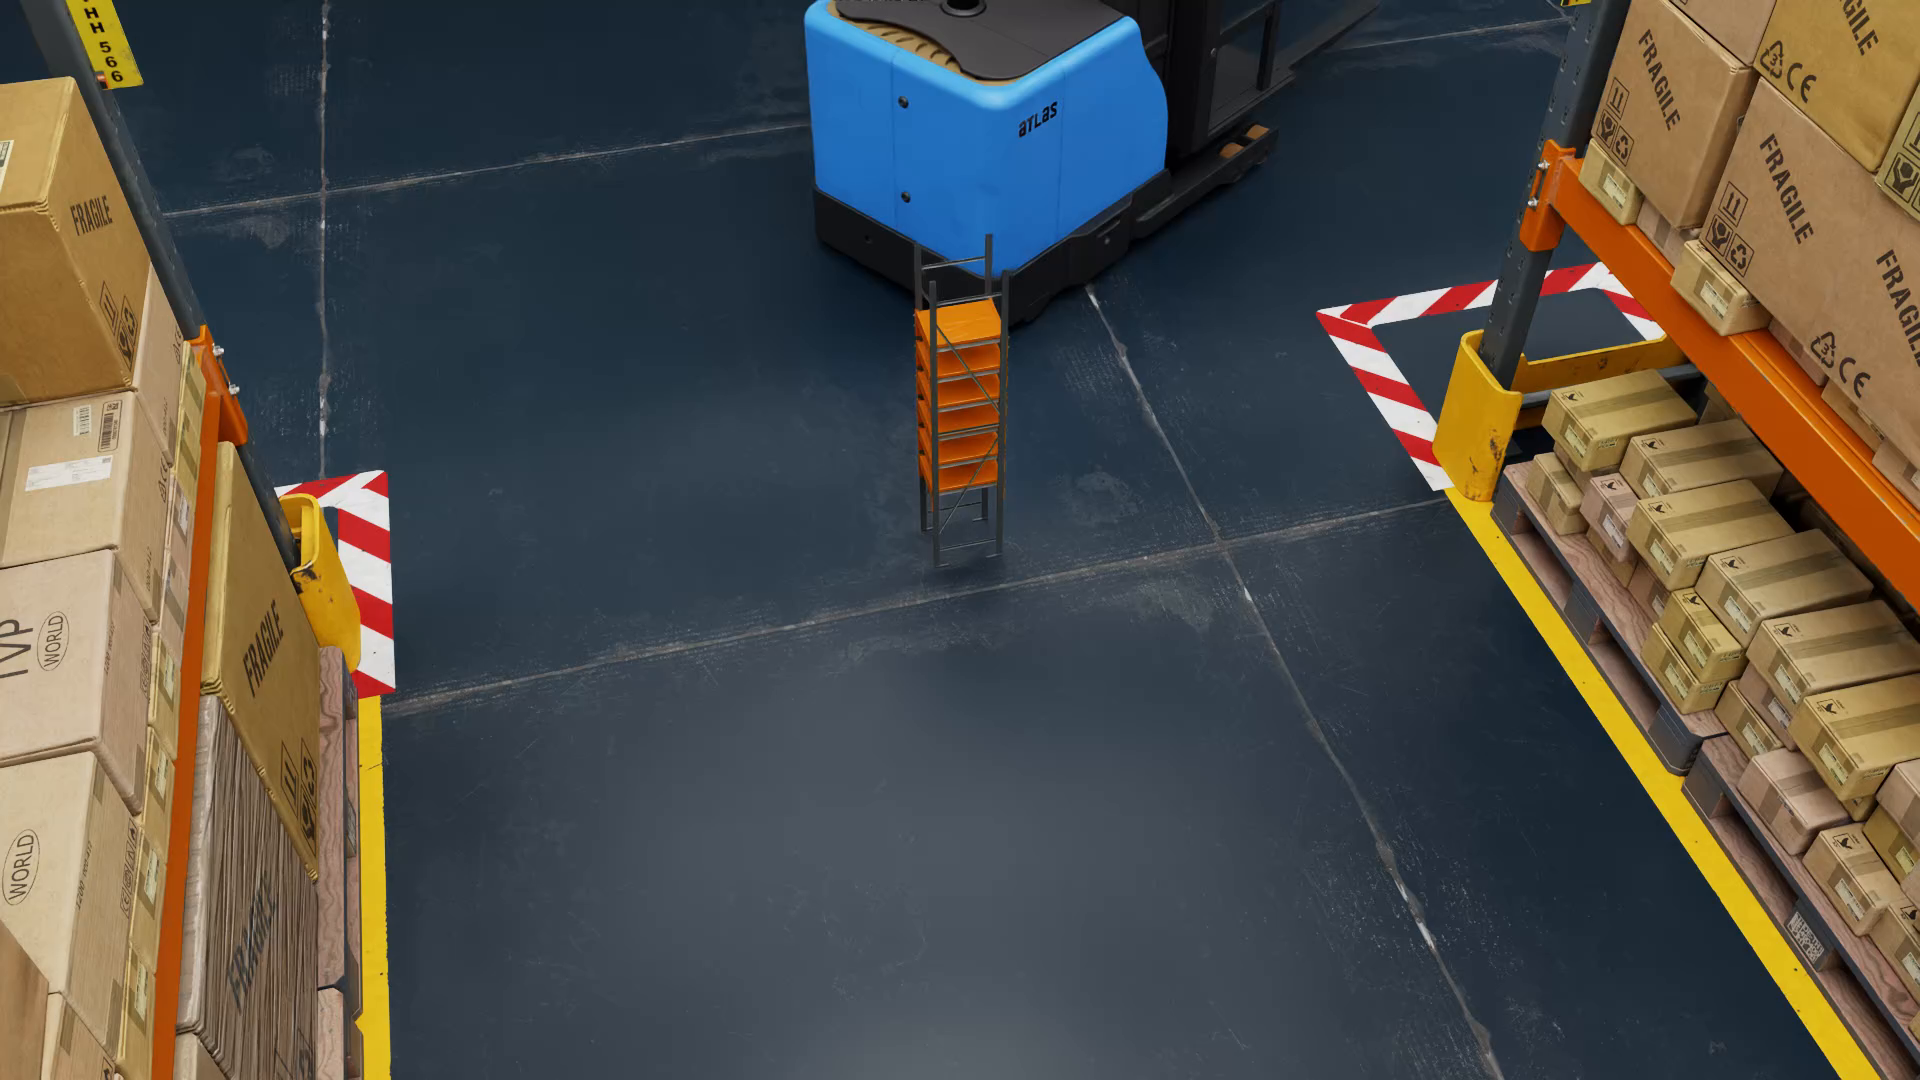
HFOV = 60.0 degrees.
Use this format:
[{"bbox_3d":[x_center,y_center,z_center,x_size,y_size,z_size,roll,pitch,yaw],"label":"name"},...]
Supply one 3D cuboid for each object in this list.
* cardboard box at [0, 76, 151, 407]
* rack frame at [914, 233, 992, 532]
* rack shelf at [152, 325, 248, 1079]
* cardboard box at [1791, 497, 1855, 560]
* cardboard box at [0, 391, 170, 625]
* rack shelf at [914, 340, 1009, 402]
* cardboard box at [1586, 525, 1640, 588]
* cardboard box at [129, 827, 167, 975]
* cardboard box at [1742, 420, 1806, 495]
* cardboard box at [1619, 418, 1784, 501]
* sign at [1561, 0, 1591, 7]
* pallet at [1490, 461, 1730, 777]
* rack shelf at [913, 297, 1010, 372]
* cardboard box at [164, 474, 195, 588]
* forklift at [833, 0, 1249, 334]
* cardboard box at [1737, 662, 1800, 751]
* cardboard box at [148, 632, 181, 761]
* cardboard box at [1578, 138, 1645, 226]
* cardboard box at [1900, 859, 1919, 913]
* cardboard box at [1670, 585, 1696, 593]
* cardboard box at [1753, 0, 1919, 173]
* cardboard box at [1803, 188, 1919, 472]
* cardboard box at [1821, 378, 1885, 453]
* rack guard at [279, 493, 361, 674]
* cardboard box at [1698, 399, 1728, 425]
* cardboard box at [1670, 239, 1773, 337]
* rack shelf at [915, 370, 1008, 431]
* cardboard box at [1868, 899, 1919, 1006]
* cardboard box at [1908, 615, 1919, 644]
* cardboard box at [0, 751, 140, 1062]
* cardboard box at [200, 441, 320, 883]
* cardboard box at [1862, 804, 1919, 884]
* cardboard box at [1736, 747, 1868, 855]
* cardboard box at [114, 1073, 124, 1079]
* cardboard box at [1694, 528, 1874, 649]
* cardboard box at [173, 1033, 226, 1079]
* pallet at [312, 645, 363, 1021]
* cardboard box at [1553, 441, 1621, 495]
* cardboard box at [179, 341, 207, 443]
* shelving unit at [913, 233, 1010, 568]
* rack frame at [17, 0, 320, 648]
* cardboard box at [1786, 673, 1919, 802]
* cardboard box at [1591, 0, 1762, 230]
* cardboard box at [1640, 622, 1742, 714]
[{"bbox_3d":[-2.144,-0.640,3.648,0.500,0.500,0.500,-10,46,-10],"label":"cardboard box"},{"bbox_3d":[-0.020,-0.473,5.374,0.240,1.200,0.006,-11,47,-10],"label":"rack frame"},{"bbox_3d":[-2.011,1.019,3.155,1.077,0.370,4.000,-11,47,-10],"label":"rack shelf"},{"bbox_3d":[2.843,-0.034,5.176,0.380,0.149,0.250,-12,47,-12],"label":"cardboard box"},{"bbox_3d":[-2.013,-0.029,3.575,0.500,0.250,0.500,-11,47,-11],"label":"cardboard box"},{"bbox_3d":[0.004,-0.547,5.172,0.258,0.103,0.180,-11,47,-10],"label":"rack shelf"},{"bbox_3d":[2.268,-0.014,5.366,0.380,0.149,0.250,-11,47,-10],"label":"cardboard box"},{"bbox_3d":[-1.722,0.715,3.125,0.380,0.149,0.250,-10,46,-10],"label":"cardboard box"},{"bbox_3d":[2.687,-0.305,5.234,0.380,0.149,0.250,-10,46,-10],"label":"cardboard box"},{"bbox_3d":[2.290,-0.216,5.147,0.380,0.149,0.250,-10,46,-10],"label":"cardboard box"},{"bbox_3d":[1.773,-1.655,4.665,0.100,0.325,0.005,-11,47,-10],"label":"sign"},{"bbox_3d":[2.491,0.145,5.460,1.003,0.211,1.213,-11,47,-10],"label":"pallet"},{"bbox_3d":[0.004,-0.631,5.086,0.258,0.103,0.180,-11,47,-10],"label":"rack shelf"},{"bbox_3d":[-1.982,0.013,3.813,0.380,0.149,0.250,-11,47,-10],"label":"cardboard box"},{"bbox_3d":[0.602,-2.884,6.525,1.130,2.935,3.031,18,48,17],"label":"forklift"},{"bbox_3d":[2.468,0.419,4.732,0.380,0.149,0.250,-13,47,-12],"label":"cardboard box"},{"bbox_3d":[-1.851,0.365,3.468,0.380,0.149,0.250,-12,47,-11],"label":"cardboard box"},{"bbox_3d":[2.064,-1.079,4.884,0.380,0.149,0.250,-11,47,-11],"label":"cardboard box"},{"bbox_3d":[2.574,0.868,4.084,0.380,0.149,0.250,-12,47,-12],"label":"cardboard box"},{"bbox_3d":[2.347,0.057,5.088,0.380,0.149,0.250,-10,46,-10],"label":"cardboard box"},{"bbox_3d":[2.291,-1.234,3.881,0.500,0.500,0.500,-9,46,-9],"label":"cardboard box"},{"bbox_3d":[2.420,-0.524,3.885,0.500,0.500,0.500,-10,46,-10],"label":"cardboard box"},{"bbox_3d":[2.431,-0.370,4.188,0.380,0.149,0.250,-11,47,-11],"label":"cardboard box"},{"bbox_3d":[-2.529,0.245,5.160,1.175,0.500,0.348,-11,47,-10],"label":"rack guard"},{"bbox_3d":[2.709,-0.392,5.528,0.380,0.149,0.250,-12,47,-11],"label":"cardboard box"},{"bbox_3d":[2.186,-0.716,4.527,0.380,0.149,0.250,-12,47,-11],"label":"cardboard box"},{"bbox_3d":[0.004,-0.463,5.258,0.258,0.103,0.180,-11,47,-10],"label":"rack shelf"},{"bbox_3d":[2.625,1.046,4.327,0.380,0.149,0.250,-10,46,-10],"label":"cardboard box"},{"bbox_3d":[2.988,0.322,4.828,0.380,0.149,0.250,-10,46,-10],"label":"cardboard box"},{"bbox_3d":[-1.745,0.681,2.879,0.500,0.250,0.500,-11,47,-10],"label":"cardboard box"},{"bbox_3d":[-2.282,0.410,4.441,0.875,0.875,0.875,-11,47,-10],"label":"cardboard box"},{"bbox_3d":[2.637,0.788,4.372,0.380,0.149,0.250,-9,46,-8],"label":"cardboard box"},{"bbox_3d":[2.435,0.699,4.667,0.380,0.149,0.250,-13,47,-12],"label":"cardboard box"},{"bbox_3d":[-1.585,1.076,2.771,0.380,0.149,0.250,-10,46,-10],"label":"cardboard box"},{"bbox_3d":[2.374,0.137,4.801,0.380,0.149,0.250,-13,47,-12],"label":"cardboard box"},{"bbox_3d":[-1.821,1.653,3.224,0.875,0.875,0.875,-11,47,-10],"label":"cardboard box"},{"bbox_3d":[-2.243,0.900,4.720,1.003,0.211,1.213,-11,47,-10],"label":"pallet"},{"bbox_3d":[2.184,-0.296,5.433,0.380,0.149,0.250,-9,46,-9],"label":"cardboard box"},{"bbox_3d":[-2.113,-0.340,4.159,0.380,0.149,0.250,-10,46,-10],"label":"cardboard box"},{"bbox_3d":[0.004,-0.410,5.312,0.258,1.200,0.189,-11,47,-10],"label":"shelving unit"},{"bbox_3d":[-2.523,-0.614,4.251,1.000,3.000,0.127,-11,47,-10],"label":"rack frame"},{"bbox_3d":[2.459,0.521,4.425,0.380,0.149,0.250,-10,46,-10],"label":"cardboard box"},{"bbox_3d":[2.145,-1.230,4.576,0.500,0.500,0.500,-9,46,-8],"label":"cardboard box"},{"bbox_3d":[2.298,0.353,5.006,0.380,0.149,0.250,-10,46,-10],"label":"cardboard box"}]
